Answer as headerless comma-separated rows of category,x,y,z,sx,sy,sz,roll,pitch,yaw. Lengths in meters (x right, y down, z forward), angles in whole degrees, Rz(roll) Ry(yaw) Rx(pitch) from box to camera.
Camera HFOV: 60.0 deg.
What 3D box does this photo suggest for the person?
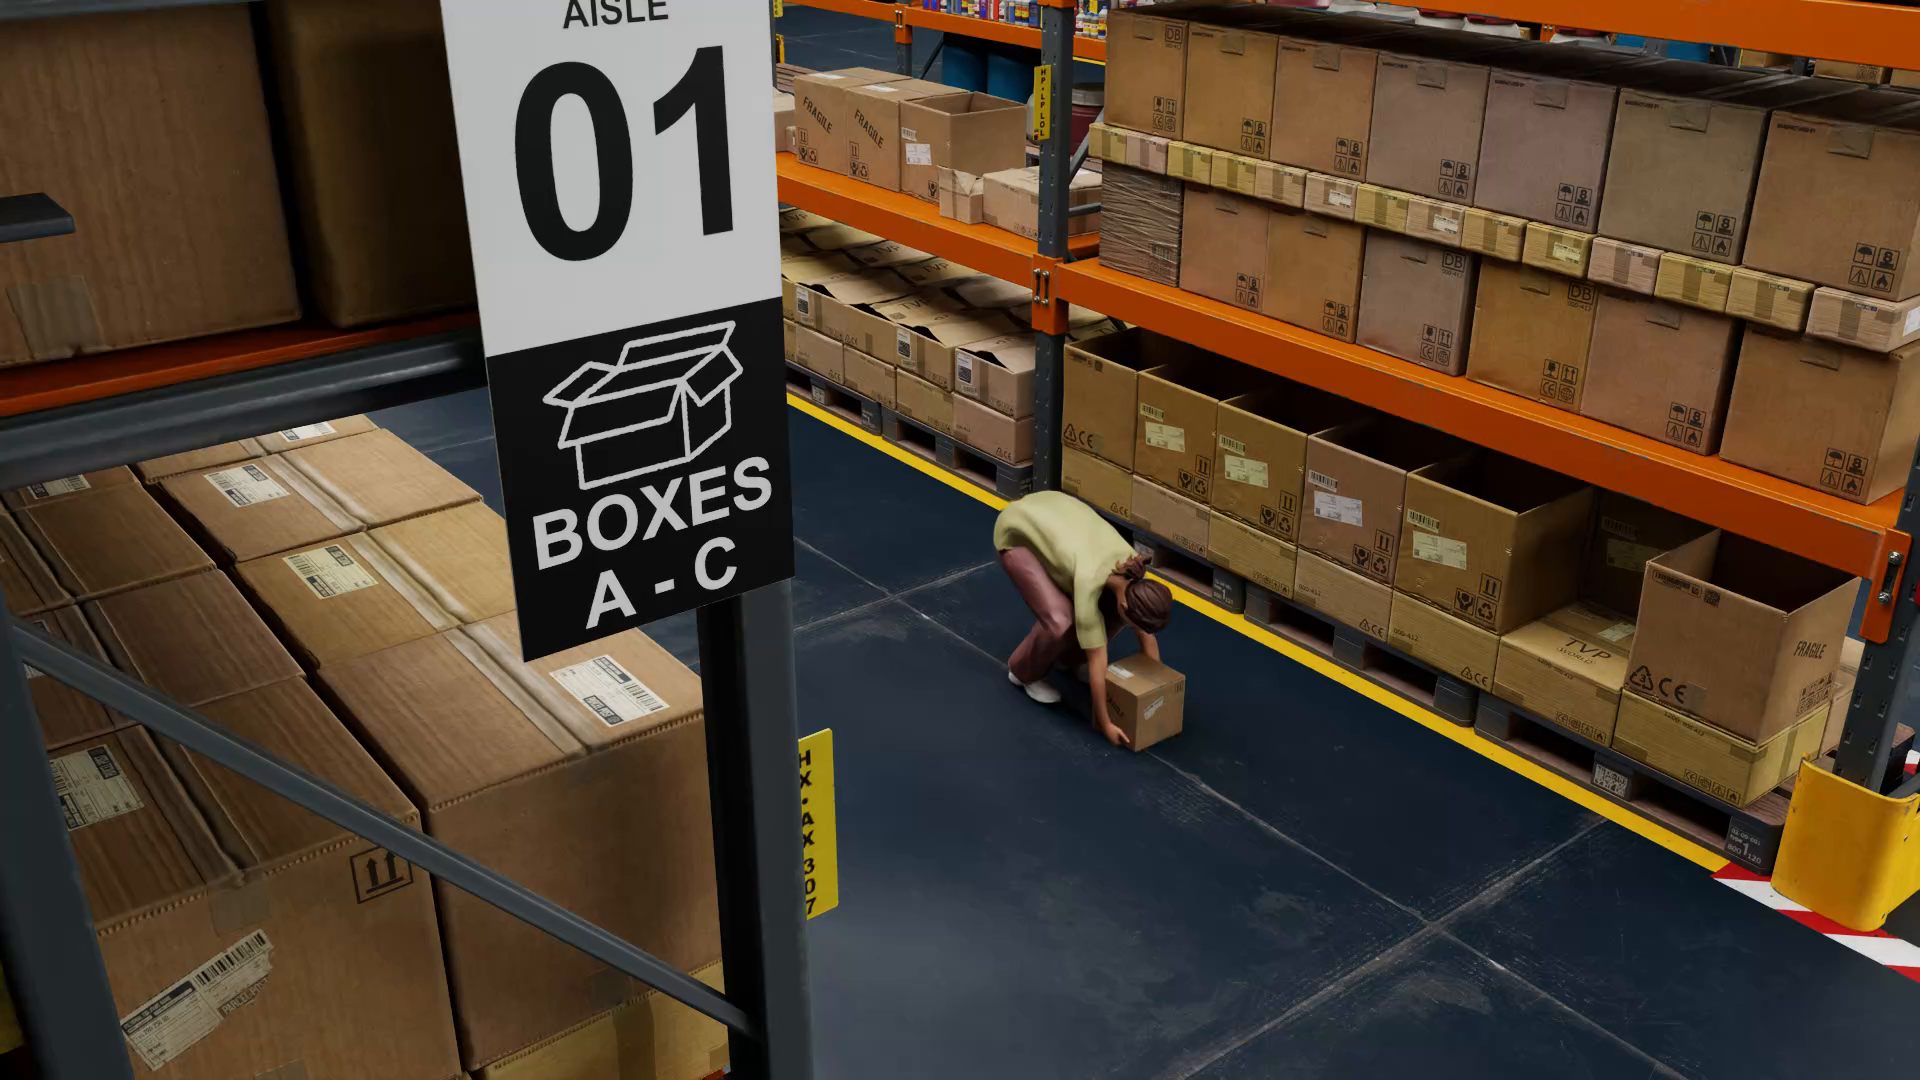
person,0.500,0.275,6.558,0.477,0.827,0.858,-20,32,-37
